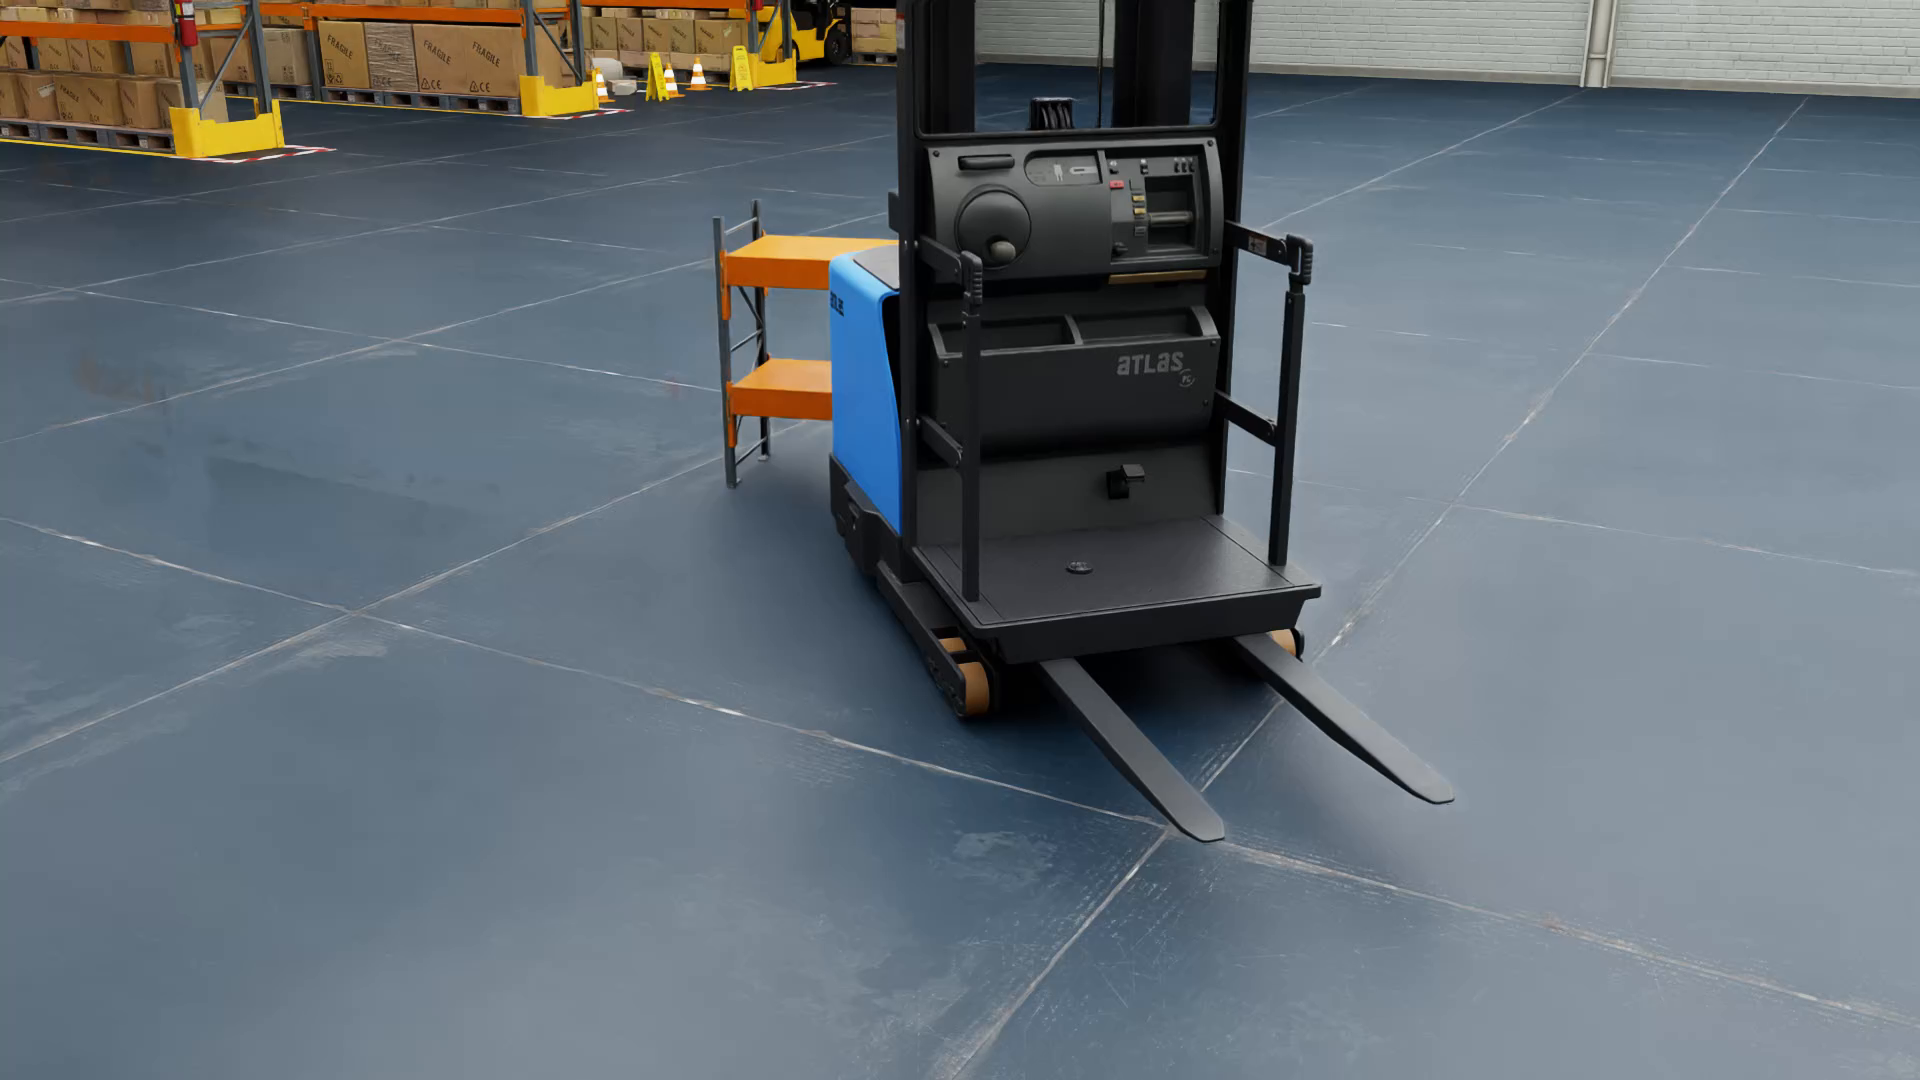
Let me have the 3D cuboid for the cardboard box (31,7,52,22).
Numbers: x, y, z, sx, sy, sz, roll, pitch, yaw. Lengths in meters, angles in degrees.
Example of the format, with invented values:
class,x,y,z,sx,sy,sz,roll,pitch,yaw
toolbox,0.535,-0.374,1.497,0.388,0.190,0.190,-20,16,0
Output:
class,x,y,z,sx,sy,sz,roll,pitch,yaw
cardboard box,-9.910,-5.760,18.213,0.250,0.149,0.380,11,23,27

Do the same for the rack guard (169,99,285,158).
class,x,y,z,sx,sy,sz,roll,pitch,yaw
rack guard,-7.841,-4.421,17.820,0.348,0.500,1.175,11,23,27

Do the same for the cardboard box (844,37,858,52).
class,x,y,z,sx,sy,sz,roll,pitch,yaw
cardboard box,-1.950,-9.072,30.393,0.500,0.250,0.500,11,23,28

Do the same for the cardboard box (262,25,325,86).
class,x,y,z,sx,sy,sz,roll,pitch,yaw
cardboard box,-9.345,-6.925,23.740,0.750,0.750,1.050,11,23,27

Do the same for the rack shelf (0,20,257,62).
class,x,y,z,sx,sy,sz,roll,pitch,yaw
rack shelf,-9.521,-5.578,18.398,4.000,0.370,1.077,11,23,27

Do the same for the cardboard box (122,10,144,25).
class,x,y,z,sx,sy,sz,roll,pitch,yaw
cardboard box,-8.585,-5.519,17.550,0.250,0.149,0.380,11,23,27

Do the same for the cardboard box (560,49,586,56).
class,x,y,z,sx,sy,sz,roll,pitch,yaw
cardboard box,-6.162,-7.442,26.143,0.500,0.500,0.500,-7,21,-20

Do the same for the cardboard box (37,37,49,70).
class,x,y,z,sx,sy,sz,roll,pitch,yaw
cardboard box,-14.301,-7.689,26.212,0.500,0.500,0.500,11,23,28

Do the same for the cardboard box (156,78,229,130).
class,x,y,z,sx,sy,sz,roll,pitch,yaw
cardboard box,-8.311,-4.715,18.013,0.500,0.500,0.500,16,25,37

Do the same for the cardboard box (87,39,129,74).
class,x,y,z,sx,sy,sz,roll,pitch,yaw
cardboard box,-12.954,-7.428,25.492,0.500,0.500,0.500,11,23,27

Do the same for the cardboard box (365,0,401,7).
class,x,y,z,sx,sy,sz,roll,pitch,yaw
cardboard box,-7.526,-7.512,22.454,0.550,0.550,0.875,11,23,27

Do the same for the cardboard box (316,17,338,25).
class,x,y,z,sx,sy,sz,roll,pitch,yaw
cardboard box,-11.265,-9.352,30.247,0.875,0.875,0.875,11,23,28

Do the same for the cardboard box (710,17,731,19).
class,x,y,z,sx,sy,sz,roll,pitch,yaw
cardboard box,-3.990,-8.097,26.604,0.500,0.500,0.500,10,22,25

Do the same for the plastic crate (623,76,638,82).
class,x,y,z,sx,sy,sz,roll,pitch,yaw
plastic crate,-5.463,-7.321,26.431,0.583,0.080,0.402,3,20,9

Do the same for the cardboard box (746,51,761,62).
class,x,y,z,sx,sy,sz,roll,pitch,yaw
cardboard box,-3.511,-7.655,26.486,0.500,0.250,0.500,11,22,27

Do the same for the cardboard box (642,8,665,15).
class,x,y,z,sx,sy,sz,roll,pitch,yaw
cardboard box,-5.808,-10.097,32.669,0.625,0.625,0.875,10,22,25

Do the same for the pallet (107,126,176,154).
class,x,y,z,sx,sy,sz,roll,pitch,yaw
pallet,-8.533,-4.431,18.270,1.213,0.211,1.003,11,23,27

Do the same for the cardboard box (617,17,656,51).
class,x,y,z,sx,sy,sz,roll,pitch,yaw
cardboard box,-5.125,-8.105,26.628,0.500,0.500,0.500,12,23,30

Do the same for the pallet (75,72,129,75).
class,x,y,z,sx,sy,sz,roll,pitch,yaw
pallet,-12.933,-7.193,25.886,1.213,0.211,1.003,11,23,27

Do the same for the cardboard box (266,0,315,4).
class,x,y,z,sx,sy,sz,roll,pitch,yaw
cardboard box,-9.345,-7.763,23.220,0.500,0.500,0.500,11,22,27

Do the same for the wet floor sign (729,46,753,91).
class,x,y,z,sx,sy,sz,roll,pitch,yaw
wet floor sign,-3.297,-7.077,24.928,0.267,0.644,0.232,-16,26,-38

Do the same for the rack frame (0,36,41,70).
class,x,y,z,sx,sy,sz,roll,pitch,yaw
rack frame,-11.267,-6.249,19.192,0.127,3.000,1.000,11,23,27

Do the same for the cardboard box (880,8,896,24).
class,x,y,z,sx,sy,sz,roll,pitch,yaw
cardboard box,-1.078,-9.371,29.749,0.500,0.250,0.500,12,23,29

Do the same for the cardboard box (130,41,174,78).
class,x,y,z,sx,sy,sz,roll,pitch,yaw
cardboard box,-11.764,-7.385,25.010,0.750,0.750,1.050,10,22,27

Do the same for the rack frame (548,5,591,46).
class,x,y,z,sx,sy,sz,roll,pitch,yaw
rack frame,-6.434,-9.199,27.326,0.127,3.000,1.000,11,23,27

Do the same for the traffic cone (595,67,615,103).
class,x,y,z,sx,sy,sz,roll,pitch,yaw
traffic cone,-5.038,-6.362,23.224,0.334,0.463,0.336,11,23,27

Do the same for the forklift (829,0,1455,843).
class,x,y,z,sx,sy,sz,roll,pitch,yaw
forklift,0.423,-1.005,4.836,1.130,2.935,3.031,-6,21,-16

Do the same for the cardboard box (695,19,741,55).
class,x,y,z,sx,sy,sz,roll,pitch,yaw
cardboard box,-3.768,-7.847,25.914,0.500,0.500,0.500,11,23,28

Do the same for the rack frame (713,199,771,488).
class,x,y,z,sx,sy,sz,roll,pitch,yaw
rack frame,-0.912,-0.831,7.008,0.032,1.125,0.500,4,20,12

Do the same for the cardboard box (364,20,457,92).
class,x,y,z,sx,sy,sz,roll,pitch,yaw
cardboard box,-7.456,-6.633,22.752,0.875,0.875,0.875,11,23,28

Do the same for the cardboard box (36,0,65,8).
class,x,y,z,sx,sy,sz,roll,pitch,yaw
cardboard box,-9.583,-6.100,18.200,0.500,0.500,0.875,11,23,27

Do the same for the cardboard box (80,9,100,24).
class,x,y,z,sx,sy,sz,roll,pitch,yaw
cardboard box,-9.223,-5.654,17.922,0.250,0.149,0.380,11,23,27

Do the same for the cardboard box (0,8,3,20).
class,x,y,z,sx,sy,sz,roll,pitch,yaw
cardboard box,-10.559,-5.888,18.566,0.250,0.149,0.380,11,23,27

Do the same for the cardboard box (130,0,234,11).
class,x,y,z,sx,sy,sz,roll,pitch,yaw
cardboard box,-8.241,-5.870,17.566,0.500,0.500,0.875,11,23,27

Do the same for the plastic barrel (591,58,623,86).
class,x,y,z,sx,sy,sz,roll,pitch,yaw
plastic barrel,-5.483,-7.215,25.635,0.512,0.421,0.421,-7,21,-20

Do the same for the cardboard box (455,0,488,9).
class,x,y,z,sx,sy,sz,roll,pitch,yaw
cardboard box,-6.104,-7.247,21.725,0.550,0.550,0.875,11,23,27

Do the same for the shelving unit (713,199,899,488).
class,x,y,z,sx,sy,sz,roll,pitch,yaw
shelving unit,-0.415,-0.794,6.905,1.048,1.125,0.538,4,20,12

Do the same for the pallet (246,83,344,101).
class,x,y,z,sx,sy,sz,roll,pitch,yaw
pallet,-9.470,-6.503,23.984,1.213,0.211,1.003,11,23,27

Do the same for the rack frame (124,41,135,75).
class,x,y,z,sx,sy,sz,roll,pitch,yaw
rack frame,-12.251,-8.374,25.051,0.127,3.000,1.000,11,23,27

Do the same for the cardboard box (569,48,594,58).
class,x,y,z,sx,sy,sz,roll,pitch,yaw
cardboard box,-6.050,-7.925,27.231,0.500,0.250,0.500,10,22,25

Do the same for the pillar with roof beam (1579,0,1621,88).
class,x,y,z,sx,sy,sz,roll,pitch,yaw
pillar with roof beam,7.684,-9.939,20.568,0.400,9.000,9.100,11,23,27

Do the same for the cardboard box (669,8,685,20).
class,x,y,z,sx,sy,sz,roll,pitch,yaw
cardboard box,-4.339,-8.235,26.035,0.250,0.149,0.380,11,23,28

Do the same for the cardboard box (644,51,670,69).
class,x,y,z,sx,sy,sz,roll,pitch,yaw
cardboard box,-4.686,-7.667,26.518,0.500,0.250,0.500,10,22,25

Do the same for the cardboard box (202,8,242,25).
class,x,y,z,sx,sy,sz,roll,pitch,yaw
cardboard box,-7.907,-5.584,17.728,0.250,0.149,0.380,11,23,27

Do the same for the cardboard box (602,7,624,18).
class,x,y,z,sx,sy,sz,roll,pitch,yaw
cardboard box,-5.521,-8.459,26.652,0.250,0.149,0.380,12,23,29

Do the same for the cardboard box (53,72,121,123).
class,x,y,z,sx,sy,sz,roll,pitch,yaw
cardboard box,-9.853,-5.020,18.854,0.500,0.500,0.500,9,22,23

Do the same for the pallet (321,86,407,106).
class,x,y,z,sx,sy,sz,roll,pitch,yaw
pallet,-8.134,-6.248,23.279,1.213,0.211,1.003,11,23,27

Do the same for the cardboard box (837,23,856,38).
class,x,y,z,sx,sy,sz,roll,pitch,yaw
cardboard box,-1.995,-9.306,30.304,0.500,0.250,0.500,10,22,26
